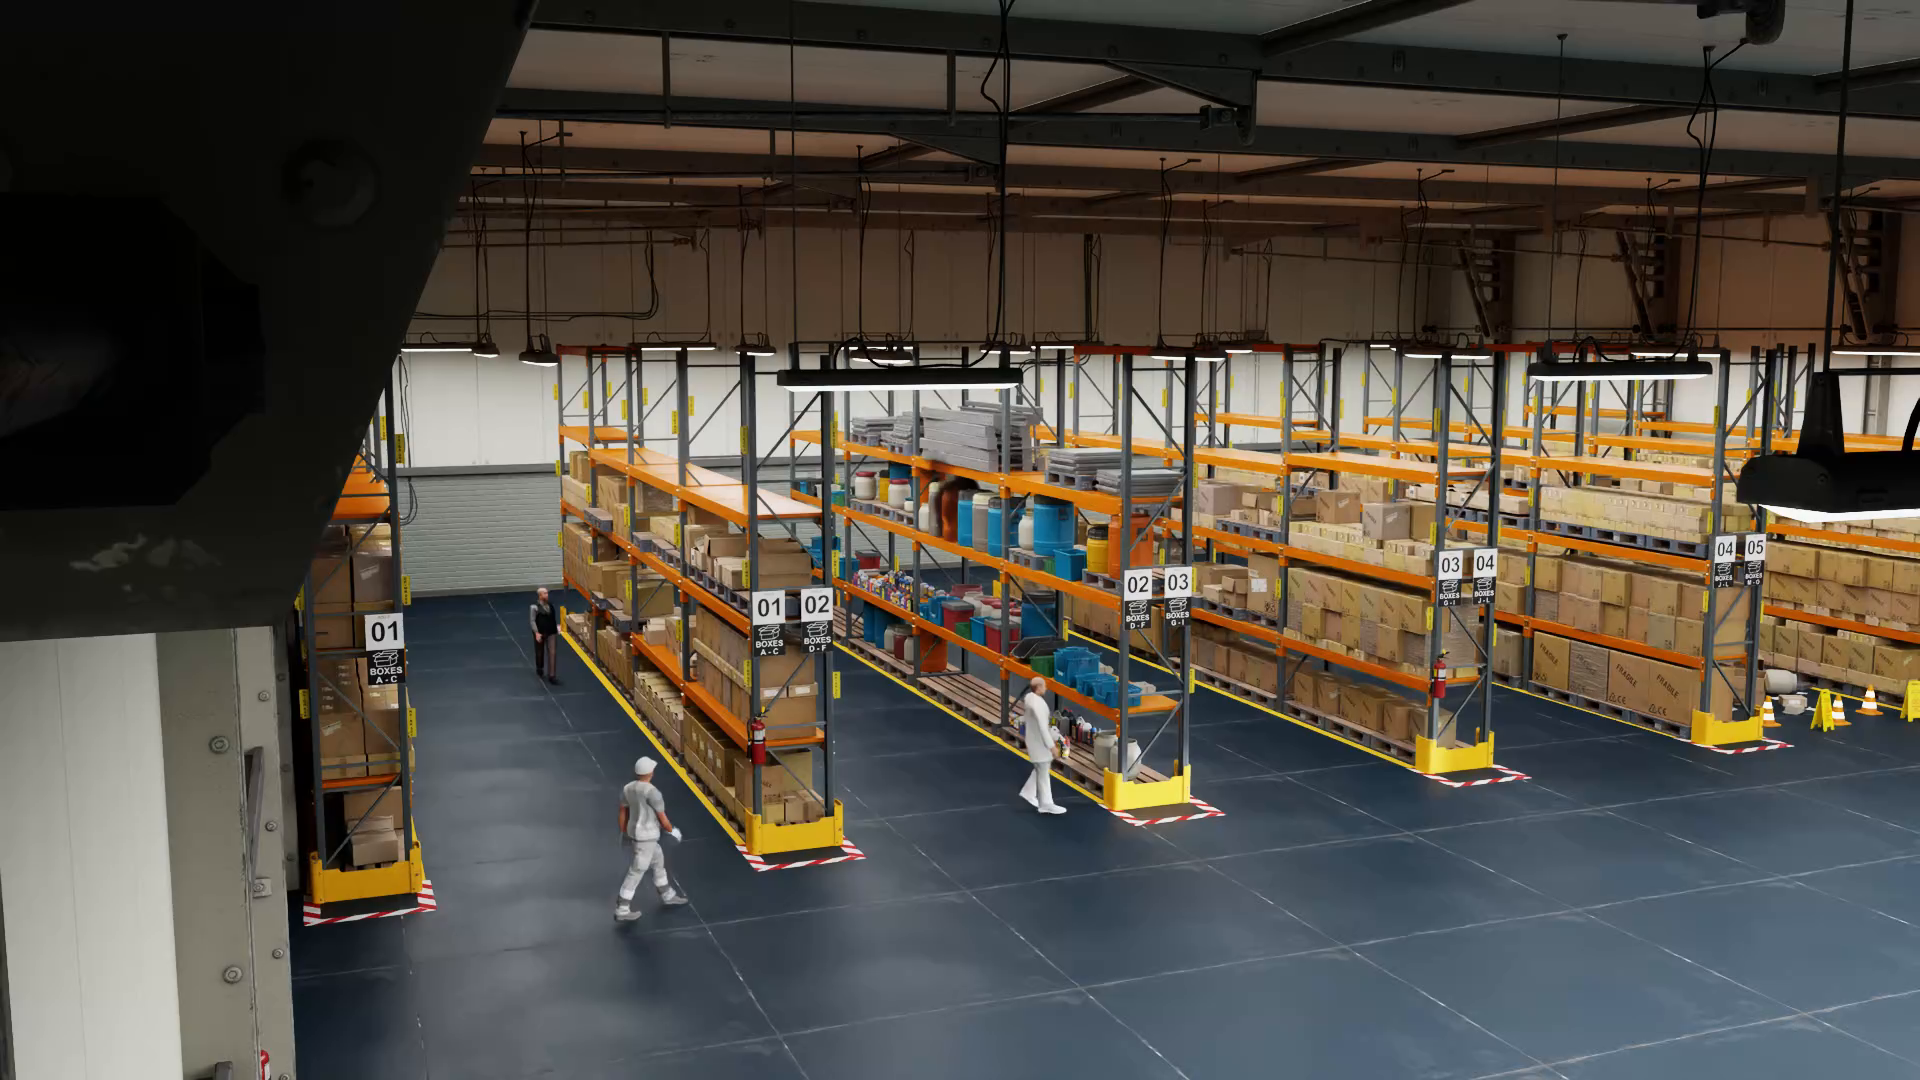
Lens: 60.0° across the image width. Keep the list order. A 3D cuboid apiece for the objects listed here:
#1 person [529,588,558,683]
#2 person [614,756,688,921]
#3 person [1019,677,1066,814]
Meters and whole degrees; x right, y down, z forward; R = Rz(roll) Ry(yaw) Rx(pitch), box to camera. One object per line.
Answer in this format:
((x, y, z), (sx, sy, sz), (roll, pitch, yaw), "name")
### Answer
((-7.495, 1.706, 29.950), (0.499, 1.684, 1.012), (-2, 8, -17), "person")
((-3.290, 3.173, 17.844), (0.931, 1.756, 0.506), (-5, 9, -35), "person")
((1.068, 2.677, 21.856), (0.587, 1.789, 0.731), (-1, 7, -8), "person")
